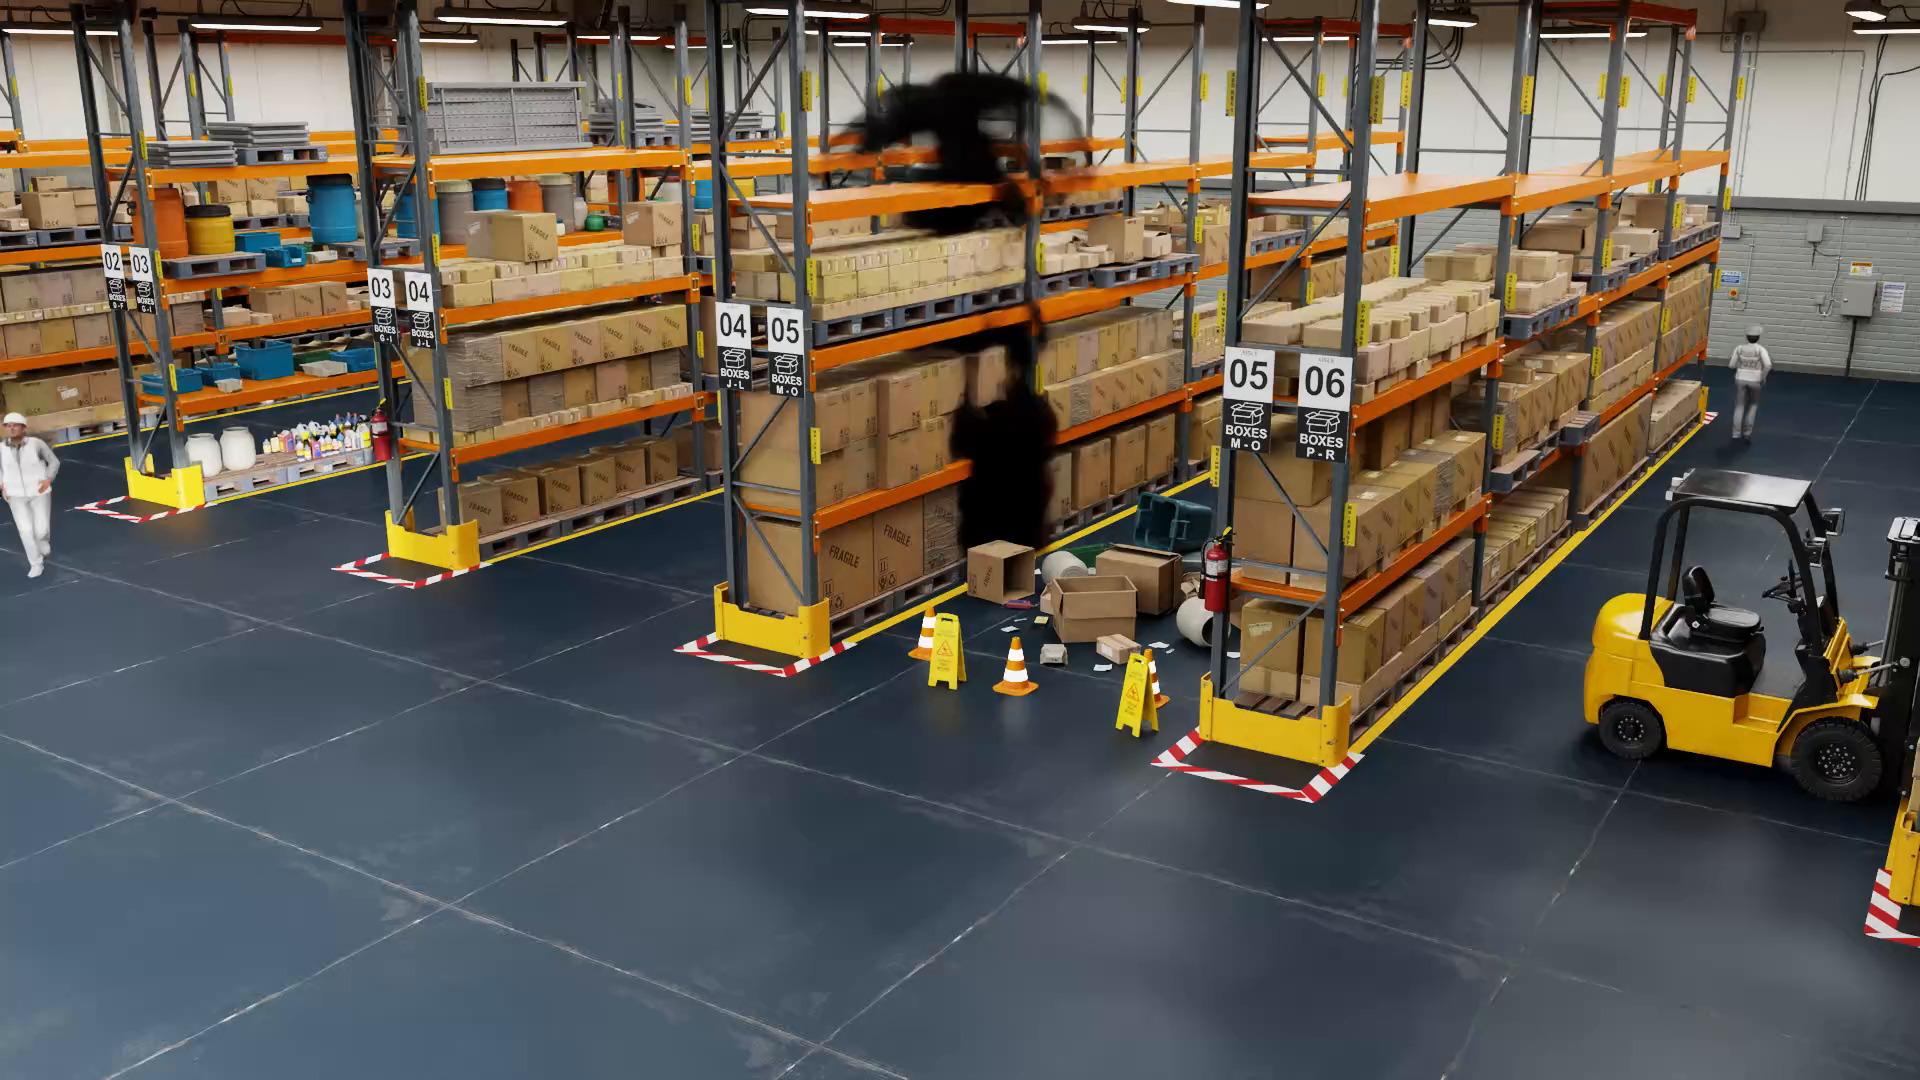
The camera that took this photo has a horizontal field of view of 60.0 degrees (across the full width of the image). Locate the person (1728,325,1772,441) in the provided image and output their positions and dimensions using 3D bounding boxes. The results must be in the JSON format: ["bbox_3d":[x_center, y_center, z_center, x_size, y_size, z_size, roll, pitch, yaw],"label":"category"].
[{"bbox_3d":[11.442,-2.240,24.148,0.591,1.756,0.716,9,18,29],"label":"person"}]

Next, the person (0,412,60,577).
[{"bbox_3d":[-9.999,-0.512,17.858,0.659,1.750,0.625,-6,16,-19],"label":"person"}]
